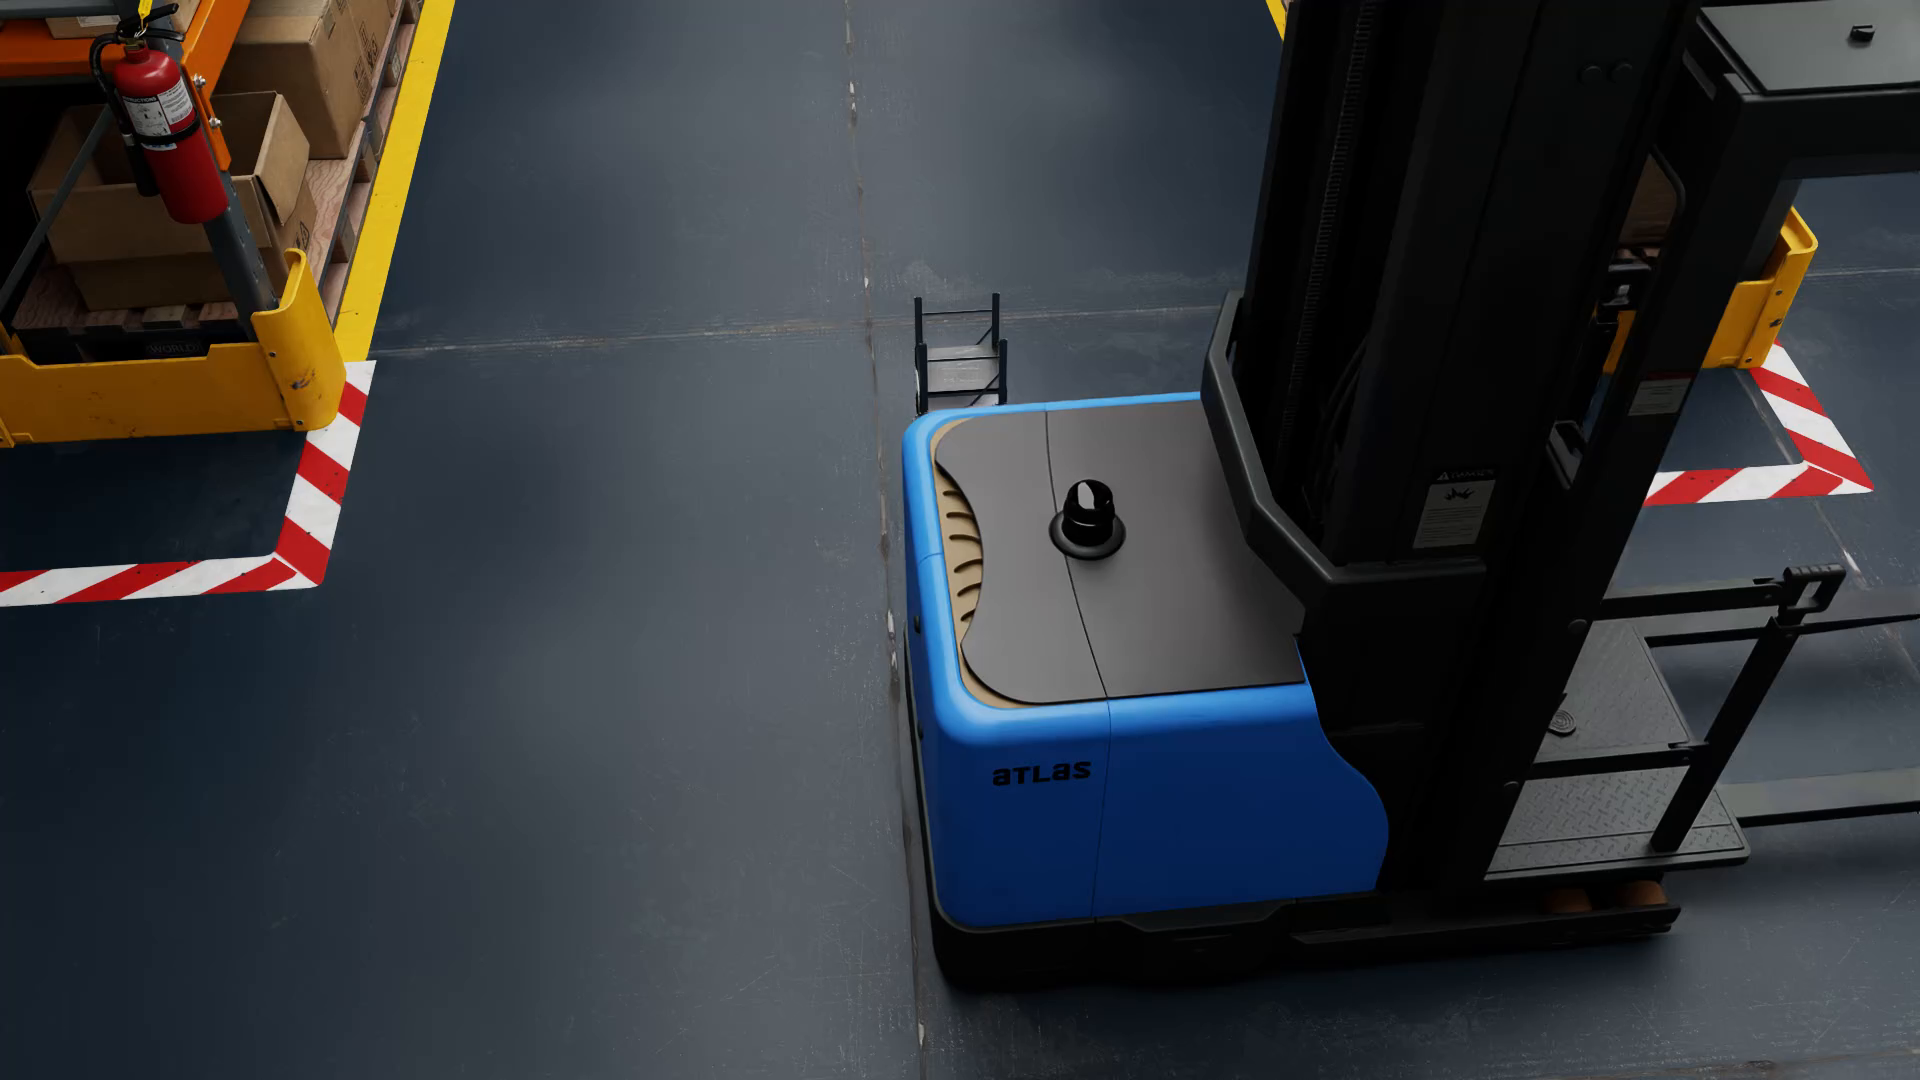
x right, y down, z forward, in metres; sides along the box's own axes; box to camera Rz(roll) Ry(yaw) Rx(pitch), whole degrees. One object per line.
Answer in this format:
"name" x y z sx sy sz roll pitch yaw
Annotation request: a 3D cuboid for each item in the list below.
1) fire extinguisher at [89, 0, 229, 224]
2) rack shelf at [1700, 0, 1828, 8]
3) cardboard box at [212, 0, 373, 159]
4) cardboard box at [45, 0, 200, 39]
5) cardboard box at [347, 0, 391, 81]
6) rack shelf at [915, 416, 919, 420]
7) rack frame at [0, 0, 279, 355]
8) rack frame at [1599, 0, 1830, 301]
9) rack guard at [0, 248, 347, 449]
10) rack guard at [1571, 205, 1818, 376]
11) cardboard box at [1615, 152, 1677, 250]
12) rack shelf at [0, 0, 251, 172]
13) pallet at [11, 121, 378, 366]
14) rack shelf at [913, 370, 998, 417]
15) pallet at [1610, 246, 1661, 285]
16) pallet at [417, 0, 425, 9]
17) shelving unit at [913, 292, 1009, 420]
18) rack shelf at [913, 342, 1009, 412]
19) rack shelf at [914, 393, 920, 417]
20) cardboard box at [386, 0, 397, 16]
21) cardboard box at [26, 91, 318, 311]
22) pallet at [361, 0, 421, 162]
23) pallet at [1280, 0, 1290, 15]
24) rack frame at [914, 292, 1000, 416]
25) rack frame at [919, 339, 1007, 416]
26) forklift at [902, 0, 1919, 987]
"fire extinguisher" -2.232 -1.205 4.635 0.296 0.674 0.183 -3 47 -3
"rack shelf" 2.074 -2.942 6.466 1.077 0.370 4.000 -3 47 -3
"cardboard box" -2.694 -1.792 6.313 0.700 0.500 0.500 -2 47 -2
"cardboard box" -2.459 -1.606 4.878 0.380 0.149 0.250 -4 47 -4
"cardboard box" -2.639 -2.180 6.681 0.500 0.500 0.500 -3 47 -3
"rack shelf" 0.001 -0.281 4.942 0.258 0.077 0.200 -3 47 -3
"rack frame" -2.705 -1.438 4.546 1.000 3.000 0.127 -3 47 -3
"rack frame" 2.241 -1.742 4.834 1.000 3.000 0.127 -3 47 -3
"rack guard" -2.711 -0.633 5.505 1.175 0.500 0.348 -3 47 -3
"rack guard" 2.243 -0.865 5.725 1.175 0.500 0.348 -3 47 -3
"cardboard box" 2.086 -1.477 6.058 0.875 0.438 0.875 -5 47 -5
"rack shelf" -2.872 -2.637 6.177 1.077 0.370 4.000 -3 47 -3
"pallet" -2.779 -1.110 6.157 1.003 0.211 1.213 -3 47 -3
"rack shelf" 0.001 -0.404 4.811 0.258 0.077 0.200 -3 47 -3
"pallet" 2.096 -1.357 6.390 1.003 0.211 1.213 -3 47 -3
"pallet" -2.983 -2.876 7.828 1.003 0.211 1.213 -3 47 -3
"shelving unit" 0.001 -0.304 4.918 0.258 0.900 0.210 -3 47 -3
"rack shelf" 0.001 -0.466 4.746 0.258 0.077 0.200 -3 47 -3
"rack shelf" 0.001 -0.343 4.877 0.258 0.077 0.200 -3 47 -3
"cardboard box" -2.781 -2.543 7.025 0.700 0.500 0.500 -5 47 -5
"cardboard box" -2.662 -1.172 5.724 0.797 0.503 0.637 -5 47 -5
"pallet" -2.878 -1.991 6.991 1.003 0.211 1.213 -3 47 -3
"pallet" 1.997 -2.238 7.224 1.003 0.211 1.213 -3 47 -3
"rack frame" -0.008 -0.377 4.987 0.240 0.900 0.006 -3 47 -3
"rack frame" 0.009 -0.230 4.848 0.240 0.900 0.006 -3 47 -3
"forklift" 1.396 -0.351 3.563 3.031 2.935 1.130 -4 47 -4
